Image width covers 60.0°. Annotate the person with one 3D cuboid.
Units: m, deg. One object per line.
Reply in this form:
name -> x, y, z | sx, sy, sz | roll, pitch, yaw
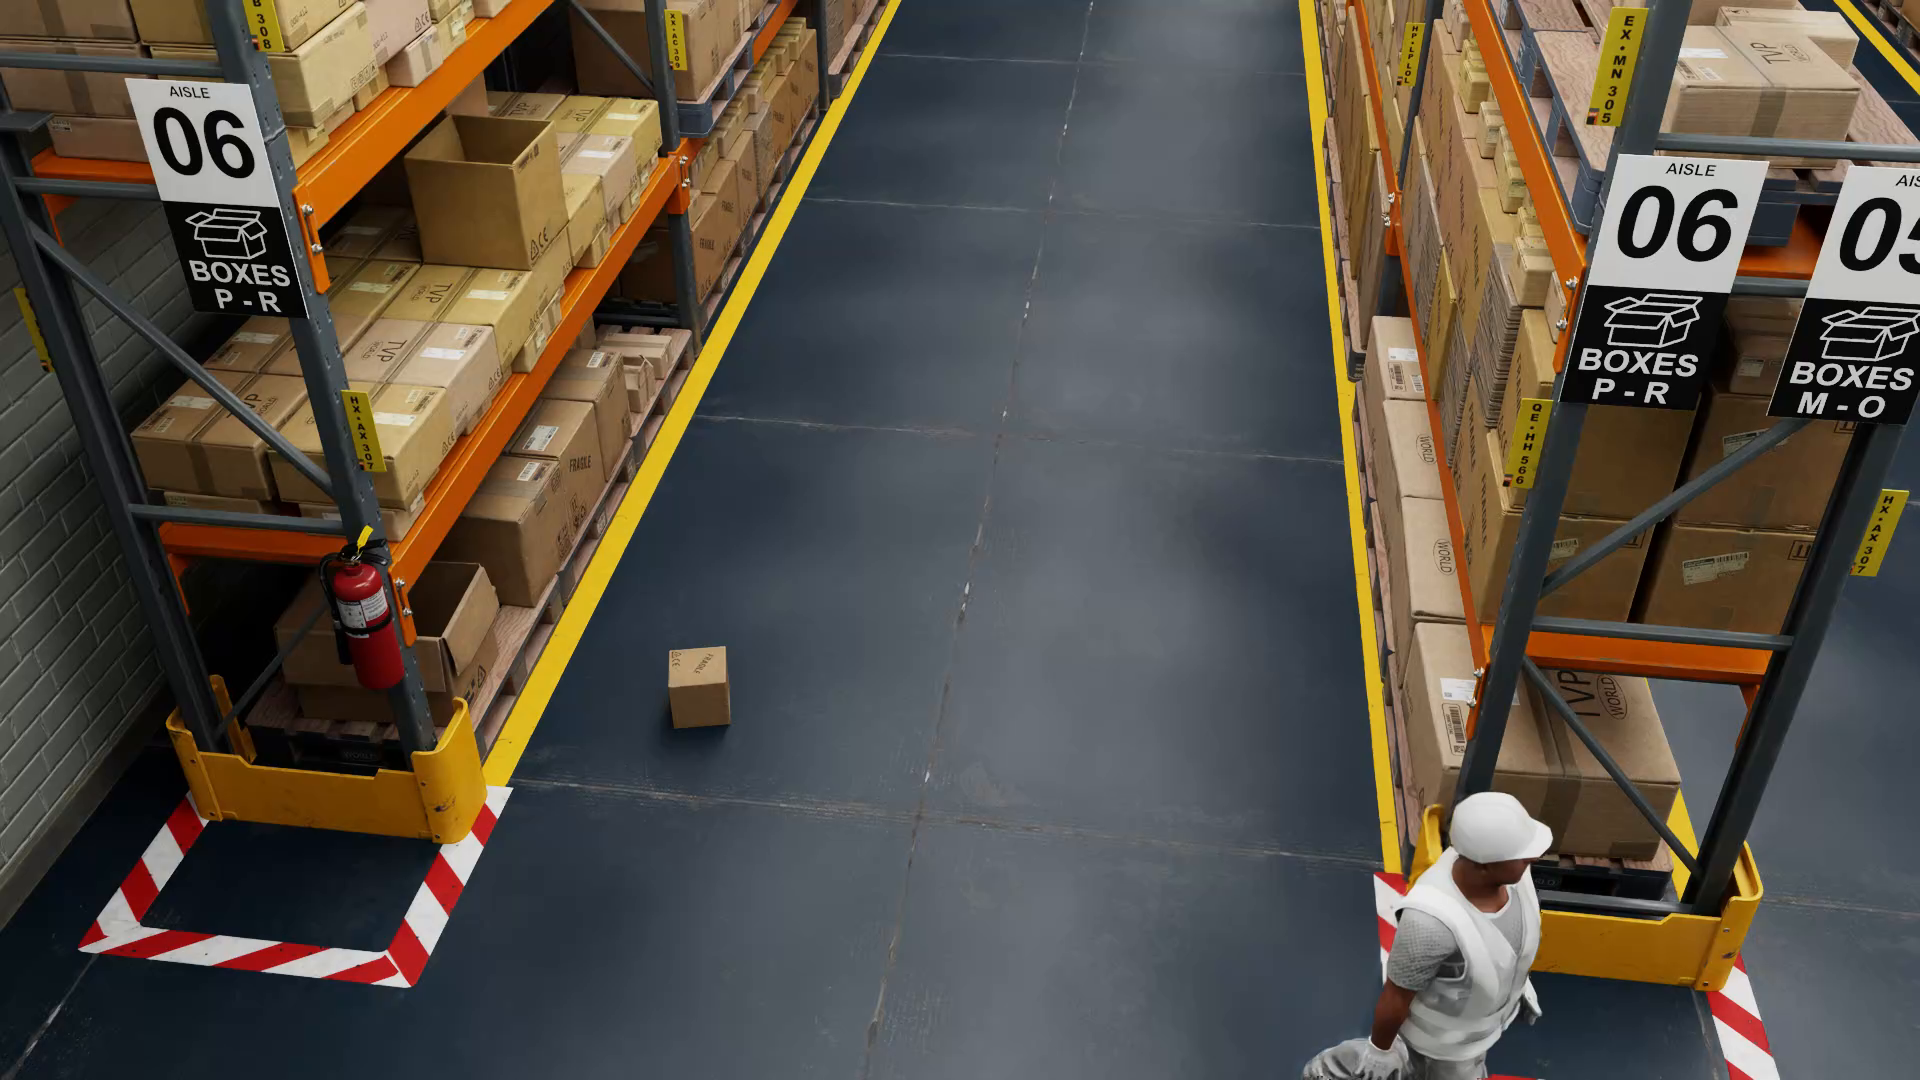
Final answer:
person -> 1.509, 1.442, 5.022 | 0.978, 1.757, 0.608 | 29, 45, 34
